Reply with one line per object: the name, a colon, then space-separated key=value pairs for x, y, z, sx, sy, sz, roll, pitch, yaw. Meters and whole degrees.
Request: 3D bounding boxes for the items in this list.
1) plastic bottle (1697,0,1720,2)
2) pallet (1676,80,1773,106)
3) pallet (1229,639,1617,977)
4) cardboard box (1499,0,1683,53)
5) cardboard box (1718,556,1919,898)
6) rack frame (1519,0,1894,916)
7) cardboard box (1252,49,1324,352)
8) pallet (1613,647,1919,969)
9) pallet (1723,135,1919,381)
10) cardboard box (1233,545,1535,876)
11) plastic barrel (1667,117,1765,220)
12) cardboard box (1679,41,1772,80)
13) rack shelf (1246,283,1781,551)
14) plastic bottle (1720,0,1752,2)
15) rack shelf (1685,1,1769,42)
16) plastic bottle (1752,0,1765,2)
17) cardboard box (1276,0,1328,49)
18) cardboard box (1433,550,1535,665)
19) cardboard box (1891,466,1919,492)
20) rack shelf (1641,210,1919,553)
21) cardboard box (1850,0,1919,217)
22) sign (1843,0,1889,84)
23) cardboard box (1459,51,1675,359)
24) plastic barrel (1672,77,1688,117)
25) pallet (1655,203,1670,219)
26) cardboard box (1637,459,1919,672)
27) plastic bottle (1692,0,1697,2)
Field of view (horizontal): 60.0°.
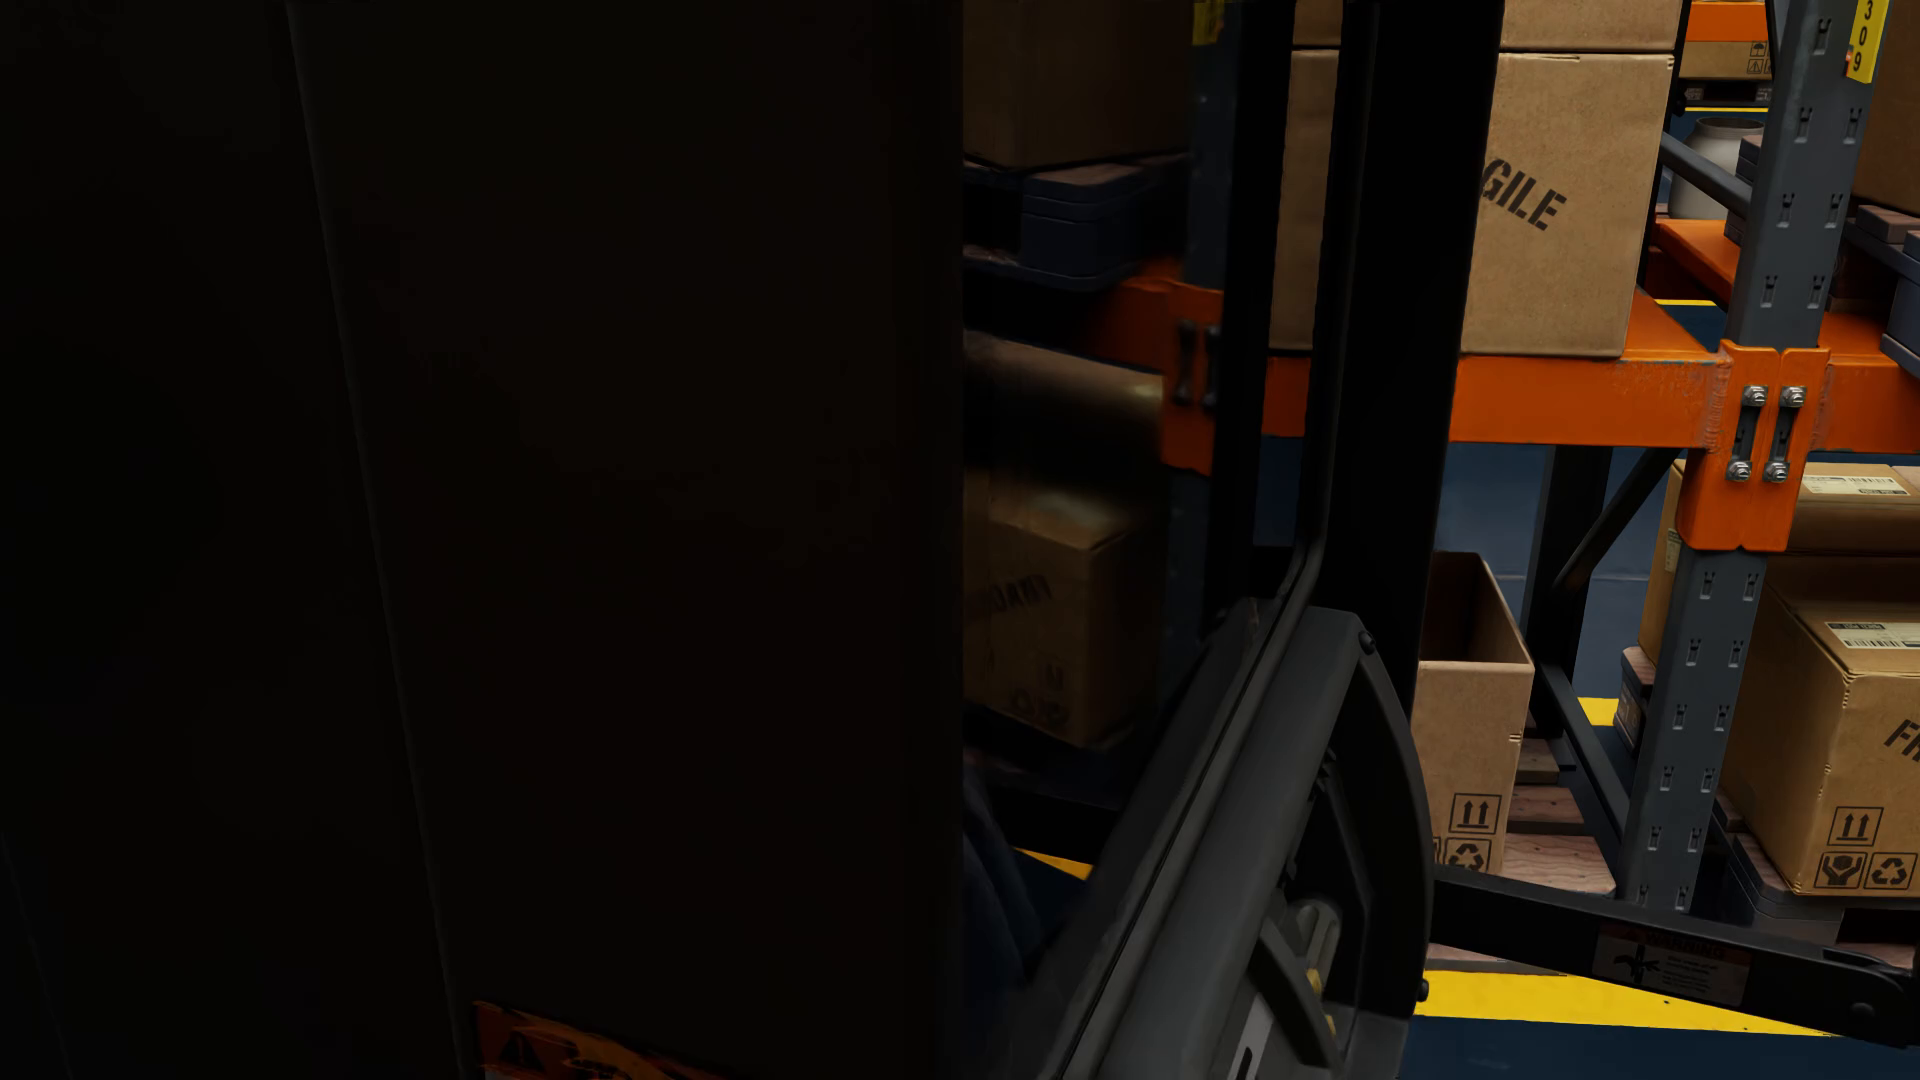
plastic bottle: x=3.261 y=-2.445 z=7.212 sx=0.097 sy=0.201 sz=0.097 roll=0 pitch=25 yaw=0
pallet: x=5.379 y=-3.479 z=12.559 sx=1.213 sy=0.211 sz=1.003 roll=2 pitch=25 yaw=4
pallet: x=0.724 y=0.556 z=3.790 sx=1.213 sy=0.211 sz=1.003 roll=2 pitch=25 yaw=4
cardboard box: x=0.885 y=-1.097 z=2.729 sx=0.500 sy=0.500 sz=0.500 roll=2 pitch=25 yaw=4
cardboard box: x=1.872 y=0.364 z=3.335 sx=0.500 sy=0.500 sz=0.500 roll=1 pitch=25 yaw=2
rack frame: x=1.409 y=-0.689 z=3.158 sx=0.127 sy=3.000 sz=1.000 roll=2 pitch=25 yaw=4
cardboard box: x=0.377 y=-0.659 z=2.975 sx=0.500 sy=0.500 sz=0.500 roll=3 pitch=25 yaw=5
pallet: x=2.223 y=0.588 z=3.719 sx=1.213 sy=0.211 sz=1.003 roll=2 pitch=25 yaw=4
pallet: x=2.197 y=-0.531 z=3.044 sx=1.213 sy=0.211 sz=1.003 roll=2 pitch=25 yaw=4
cardboard box: x=0.819 y=0.347 z=3.372 sx=0.500 sy=0.500 sz=0.500 roll=2 pitch=25 yaw=4
plastic barrel: x=3.595 y=-1.711 z=7.854 sx=0.421 sy=0.512 sz=0.421 roll=0 pitch=25 yaw=0
cardboard box: x=5.473 y=-3.946 z=12.276 sx=0.875 sy=0.875 sz=1.225 roll=1 pitch=25 yaw=2
rack shelf: x=-0.585 y=-0.426 z=3.448 sx=4.000 sy=0.370 sz=1.077 roll=2 pitch=25 yaw=4
plastic bottle: x=3.379 y=-2.486 z=7.213 sx=0.135 sy=0.276 sz=0.152 roll=2 pitch=25 yaw=4
rack shelf: x=3.786 y=-2.362 z=7.656 sx=4.000 sy=0.370 sz=1.077 roll=2 pitch=25 yaw=4
plastic bottle: x=3.492 y=-2.469 z=7.181 sx=0.097 sy=0.271 sz=0.097 roll=0 pitch=25 yaw=0
cardboard box: x=0.374 y=-1.112 z=2.762 sx=0.500 sy=0.500 sz=0.500 roll=1 pitch=25 yaw=3
cardboard box: x=1.007 y=0.229 z=3.854 sx=0.500 sy=0.311 sz=0.500 roll=2 pitch=25 yaw=4
cardboard box: x=2.415 y=0.163 z=3.772 sx=0.500 sy=0.500 sz=0.500 roll=2 pitch=25 yaw=4
rack shelf: x=3.403 y=-0.298 z=3.170 sx=4.000 sy=0.370 sz=1.077 roll=2 pitch=25 yaw=4
cardboard box: x=1.864 y=-0.817 z=2.814 sx=0.500 sy=0.500 sz=0.700 roll=-6 pitch=25 yaw=-14
sign: x=1.375 y=-0.856 z=2.485 sx=0.005 sy=0.325 sz=0.100 roll=2 pitch=25 yaw=4
cardboard box: x=0.891 y=-0.643 z=2.940 sx=0.500 sy=0.500 sz=0.500 roll=2 pitch=25 yaw=5
plastic barrel: x=3.039 y=-1.944 z=7.893 sx=0.708 sy=0.901 sz=0.600 roll=2 pitch=25 yaw=4
pallet: x=3.778 y=-1.406 z=8.054 sx=1.213 sy=0.211 sz=1.003 roll=2 pitch=25 yaw=4
cardboard box: x=1.923 y=0.143 z=3.814 sx=0.500 sy=0.500 sz=0.500 roll=2 pitch=25 yaw=4
plastic bottle: x=3.147 y=-2.494 z=7.229 sx=0.135 sy=0.276 sz=0.152 roll=2 pitch=25 yaw=4
